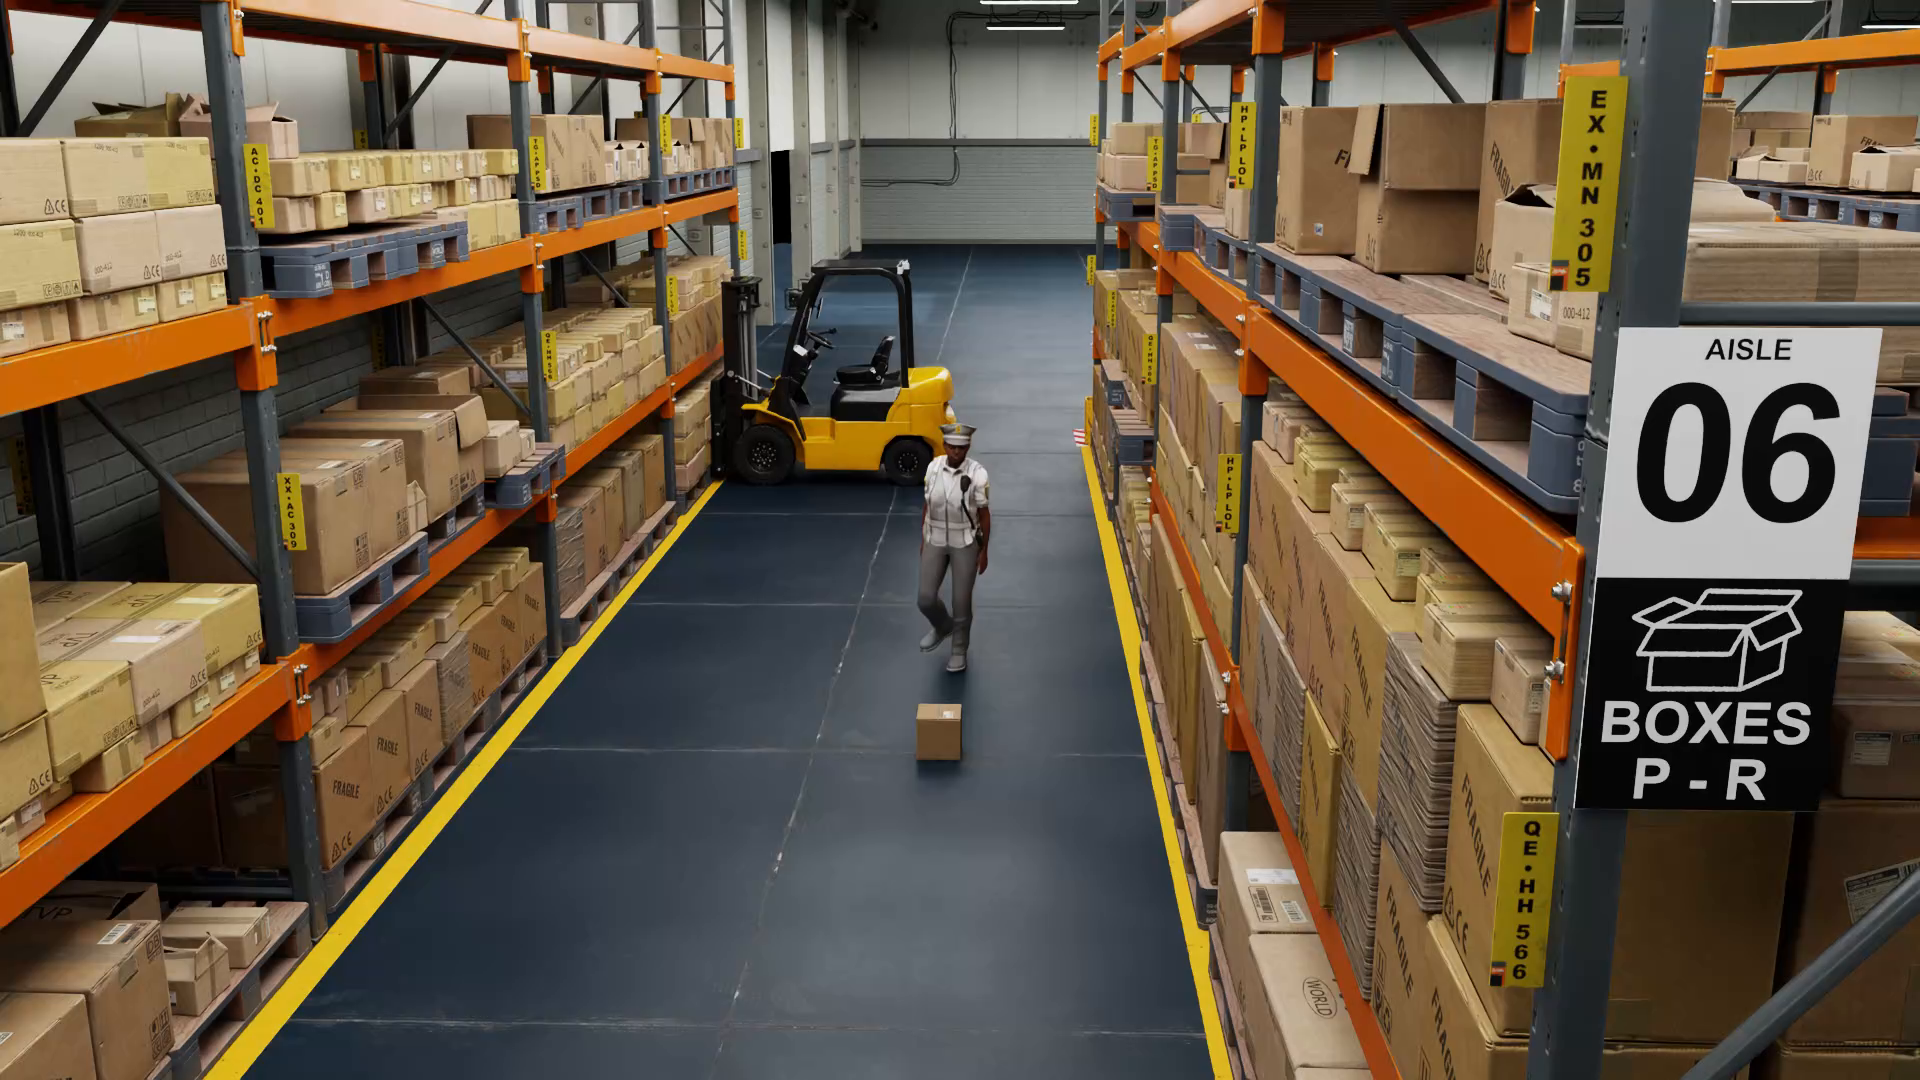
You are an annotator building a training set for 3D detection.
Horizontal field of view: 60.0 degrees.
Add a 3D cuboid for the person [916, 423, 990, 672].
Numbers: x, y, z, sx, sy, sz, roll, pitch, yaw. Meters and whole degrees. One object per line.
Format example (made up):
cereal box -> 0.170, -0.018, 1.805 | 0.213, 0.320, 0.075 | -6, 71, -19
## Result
person -> -0.046, 0.029, 10.823 | 0.516, 1.669, 0.493 | 4, 14, 14
